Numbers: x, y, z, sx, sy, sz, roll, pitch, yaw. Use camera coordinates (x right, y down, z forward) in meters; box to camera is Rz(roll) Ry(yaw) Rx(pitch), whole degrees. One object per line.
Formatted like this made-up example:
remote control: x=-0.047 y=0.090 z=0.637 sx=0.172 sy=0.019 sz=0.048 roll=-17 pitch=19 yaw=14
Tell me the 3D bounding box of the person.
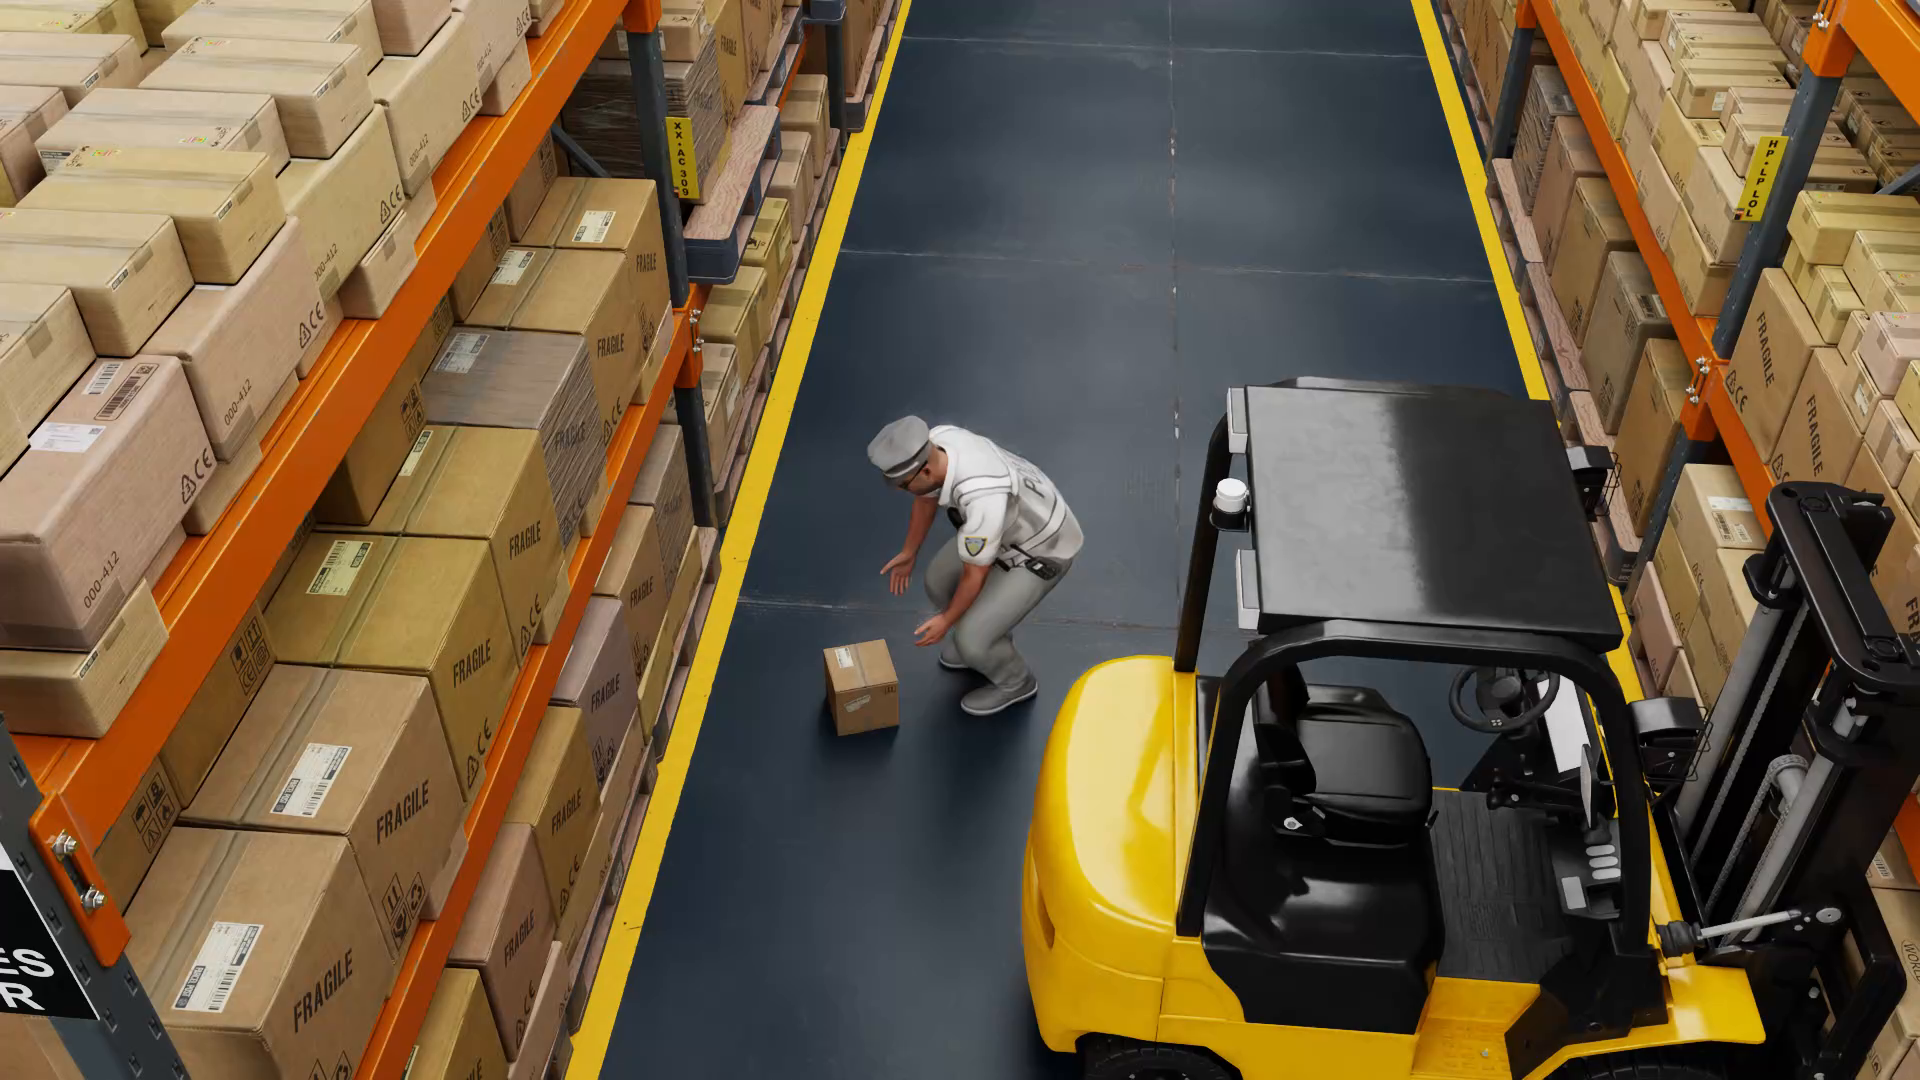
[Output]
person: x=0.064 y=0.075 z=6.356 sx=0.826 sy=1.381 sz=0.590 roll=-13 pitch=41 yaw=-15
